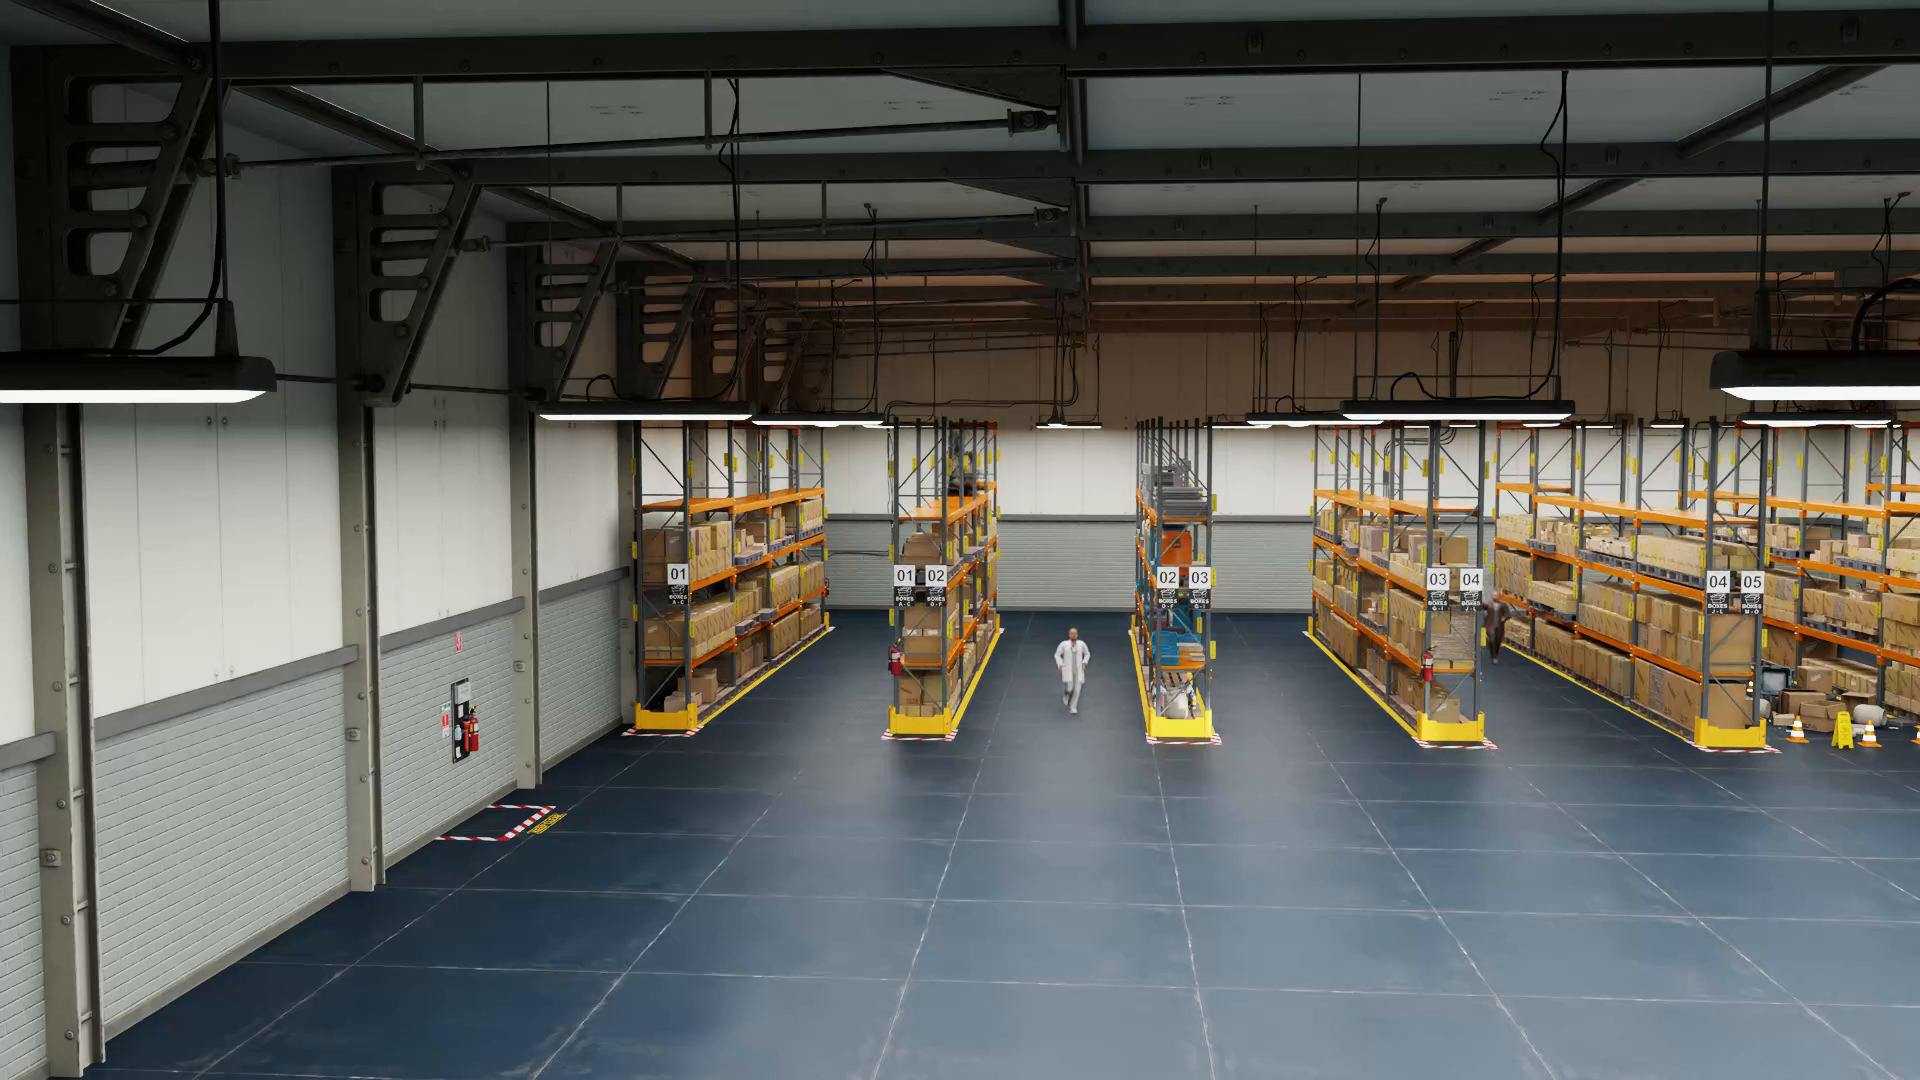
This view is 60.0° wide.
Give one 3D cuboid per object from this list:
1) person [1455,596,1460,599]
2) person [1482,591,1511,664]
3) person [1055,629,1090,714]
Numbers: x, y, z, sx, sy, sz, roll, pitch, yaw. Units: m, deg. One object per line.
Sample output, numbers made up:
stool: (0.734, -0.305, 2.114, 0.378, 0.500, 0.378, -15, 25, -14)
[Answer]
person: (14.172, 1.854, 46.994, 0.549, 1.631, 0.622, -2, 4, -24)
person: (13.202, 2.133, 41.042, 0.728, 1.750, 1.034, 1, 4, 9)
person: (2.303, 2.662, 33.821, 0.724, 1.730, 0.630, 0, 4, -5)
